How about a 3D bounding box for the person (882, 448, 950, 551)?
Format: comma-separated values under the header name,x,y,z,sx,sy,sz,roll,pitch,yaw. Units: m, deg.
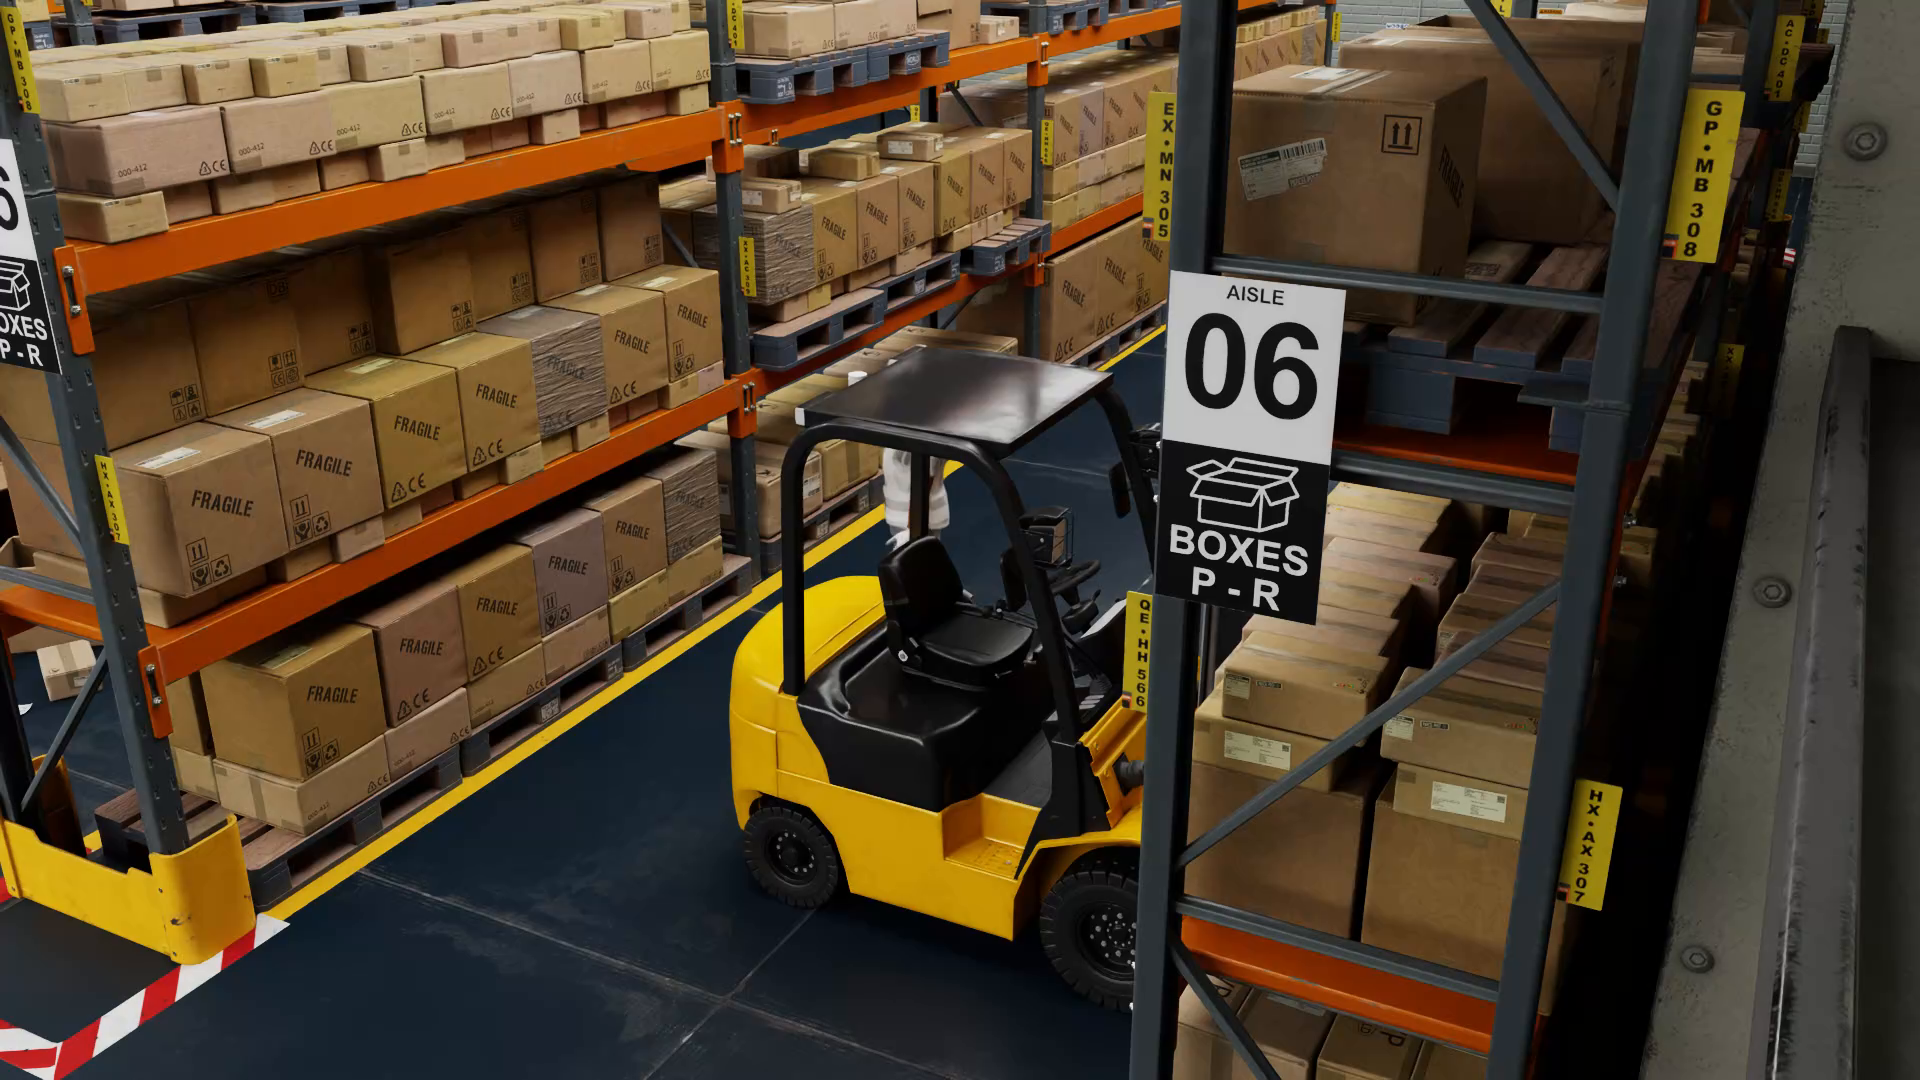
name,x,y,z,sx,sy,sz,roll,pitch,yaw
person,-0.232,-0.095,8.488,0.368,1.804,0.560,0,23,-1
